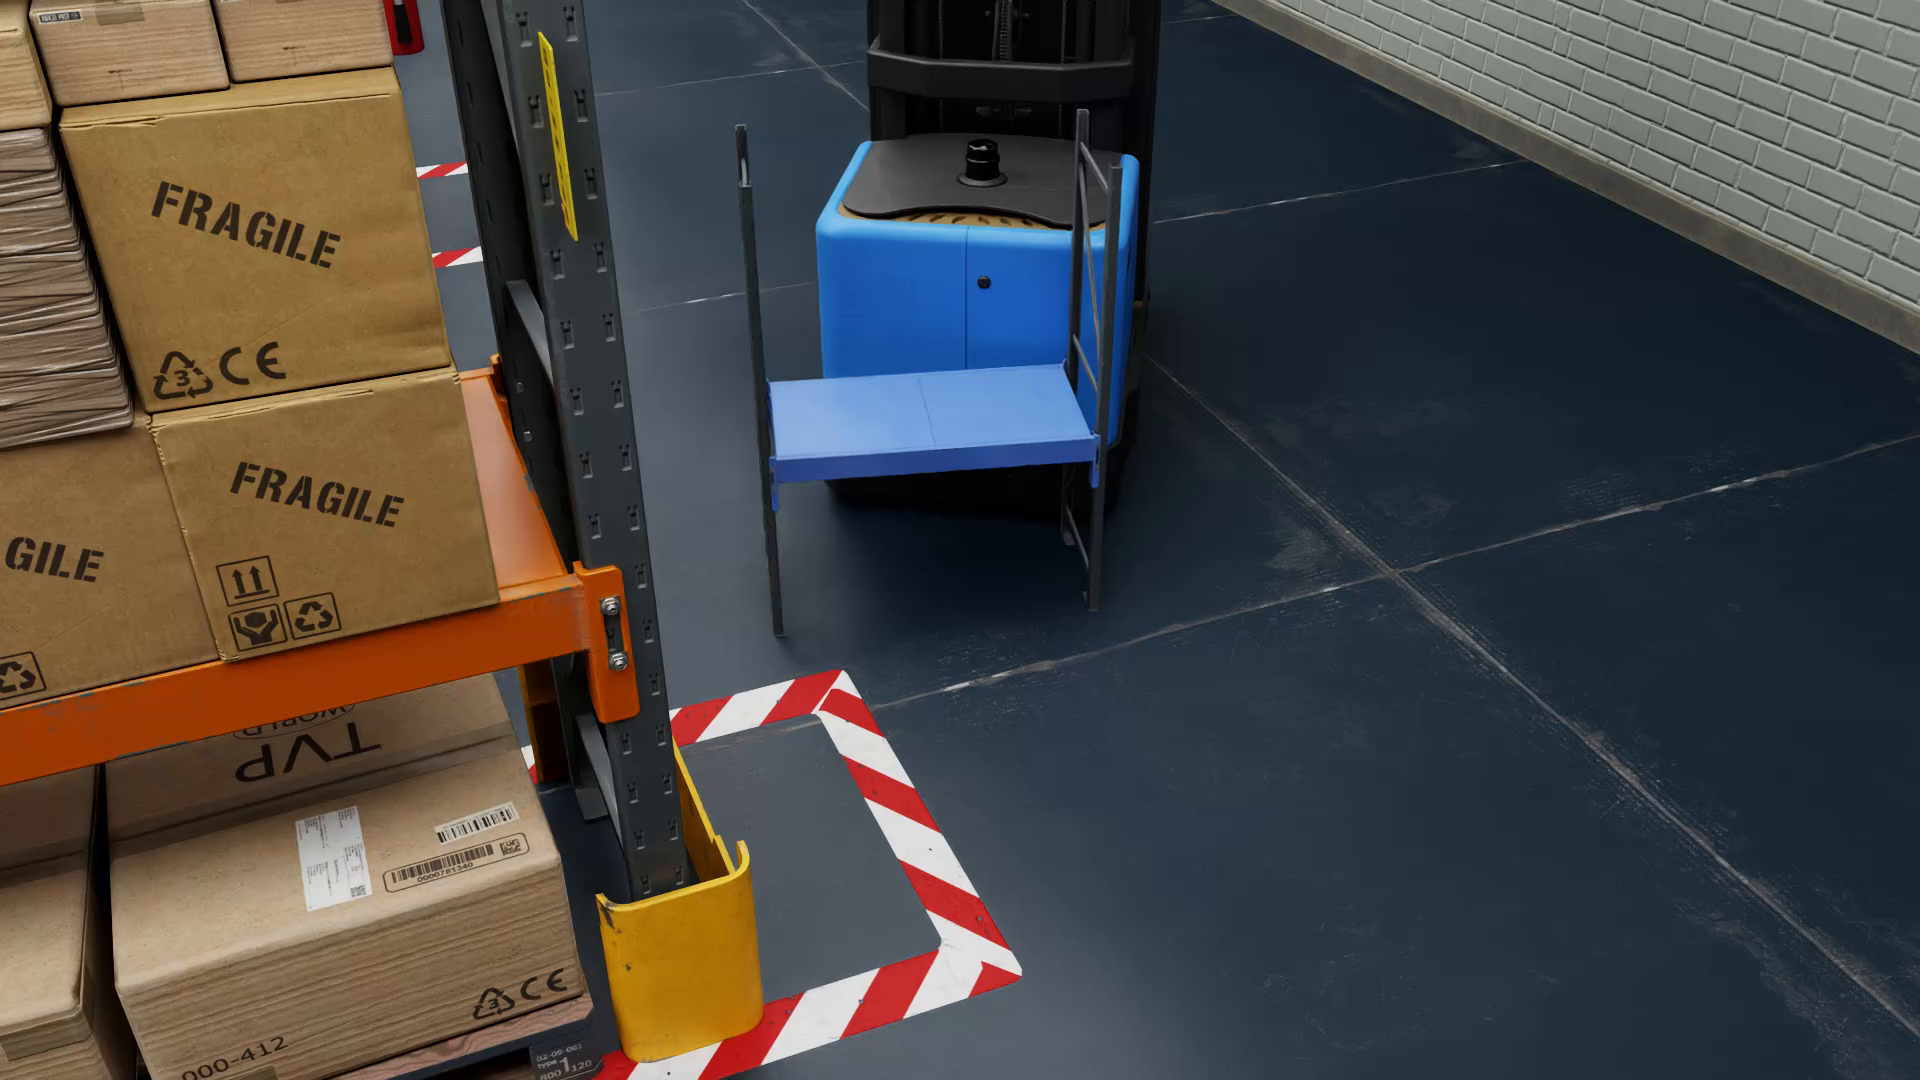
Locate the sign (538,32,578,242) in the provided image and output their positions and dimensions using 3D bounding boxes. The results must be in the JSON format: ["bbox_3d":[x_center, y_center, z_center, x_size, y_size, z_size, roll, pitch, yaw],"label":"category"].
[{"bbox_3d":[-0.661,-0.660,2.736,0.005,0.325,0.100,-13,35,-19],"label":"sign"}]

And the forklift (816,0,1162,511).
[{"bbox_3d":[0.234,-2.118,6.317,1.130,2.935,3.031,4,33,7],"label":"forklift"}]

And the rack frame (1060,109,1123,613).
[{"bbox_3d":[0.399,-0.529,5.187,0.032,1.500,0.500,-4,33,-7],"label":"rack frame"}]

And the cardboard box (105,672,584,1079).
[{"bbox_3d":[-1.428,0.736,3.833,0.875,0.438,0.875,-14,36,-21],"label":"cardboard box"}]

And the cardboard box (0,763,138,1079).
[{"bbox_3d":[-2.269,0.933,3.529,0.875,0.438,0.875,-12,35,-18],"label":"cardboard box"}]

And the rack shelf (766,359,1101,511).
[{"bbox_3d":[-0.104,-0.340,5.227,1.000,0.185,0.538,-4,33,-7],"label":"rack shelf"}]

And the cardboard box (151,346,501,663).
[{"bbox_3d":[-1.201,-0.159,3.152,0.500,0.500,0.500,-13,35,-19],"label":"cardboard box"}]

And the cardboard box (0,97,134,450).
[{"bbox_3d":[-1.682,-0.466,2.707,0.500,0.500,0.500,-13,35,-19],"label":"cardboard box"}]

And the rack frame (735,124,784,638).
[{"bbox_3d":[-0.608,-0.453,5.070,0.032,1.500,0.500,-4,33,-7],"label":"rack frame"}]

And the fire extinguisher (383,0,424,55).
[{"bbox_3d":[-2.457,-2.452,7.181,0.183,0.674,0.296,-13,35,-19],"label":"fire extinguisher"}]

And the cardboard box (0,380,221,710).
[{"bbox_3d":[-1.670,-0.060,3.001,0.500,0.500,0.500,-14,35,-20],"label":"cardboard box"}]

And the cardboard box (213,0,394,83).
[{"bbox_3d":[-1.112,-0.908,2.792,0.250,0.149,0.380,-12,35,-18],"label":"cardboard box"}]

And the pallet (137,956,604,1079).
[{"bbox_3d":[-1.566,1.025,3.981,1.213,0.211,1.003,-13,35,-19],"label":"pallet"}]

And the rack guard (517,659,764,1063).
[{"bbox_3d":[-0.837,0.691,4.230,0.348,0.500,1.175,-13,35,-19],"label":"rack guard"}]

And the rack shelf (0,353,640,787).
[{"bbox_3d":[-2.703,0.372,3.087,4.000,0.370,1.077,-13,35,-19],"label":"rack shelf"}]

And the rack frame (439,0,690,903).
[{"bbox_3d":[-0.859,-0.352,3.540,0.127,3.000,1.000,-13,35,-19],"label":"rack frame"}]

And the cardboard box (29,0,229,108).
[{"bbox_3d":[-1.337,-0.842,2.691,0.250,0.149,0.380,-12,35,-18],"label":"cardboard box"}]

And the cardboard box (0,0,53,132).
[{"bbox_3d":[-1.542,-0.746,2.542,0.250,0.149,0.380,-13,35,-19],"label":"cardboard box"}]

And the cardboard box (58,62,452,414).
[{"bbox_3d":[-1.211,-0.591,2.900,0.500,0.500,0.500,-12,35,-17],"label":"cardboard box"}]

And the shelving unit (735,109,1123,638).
[{"bbox_3d":[-0.104,-0.491,5.129,1.048,1.500,0.538,-4,33,-7],"label":"shelving unit"}]
